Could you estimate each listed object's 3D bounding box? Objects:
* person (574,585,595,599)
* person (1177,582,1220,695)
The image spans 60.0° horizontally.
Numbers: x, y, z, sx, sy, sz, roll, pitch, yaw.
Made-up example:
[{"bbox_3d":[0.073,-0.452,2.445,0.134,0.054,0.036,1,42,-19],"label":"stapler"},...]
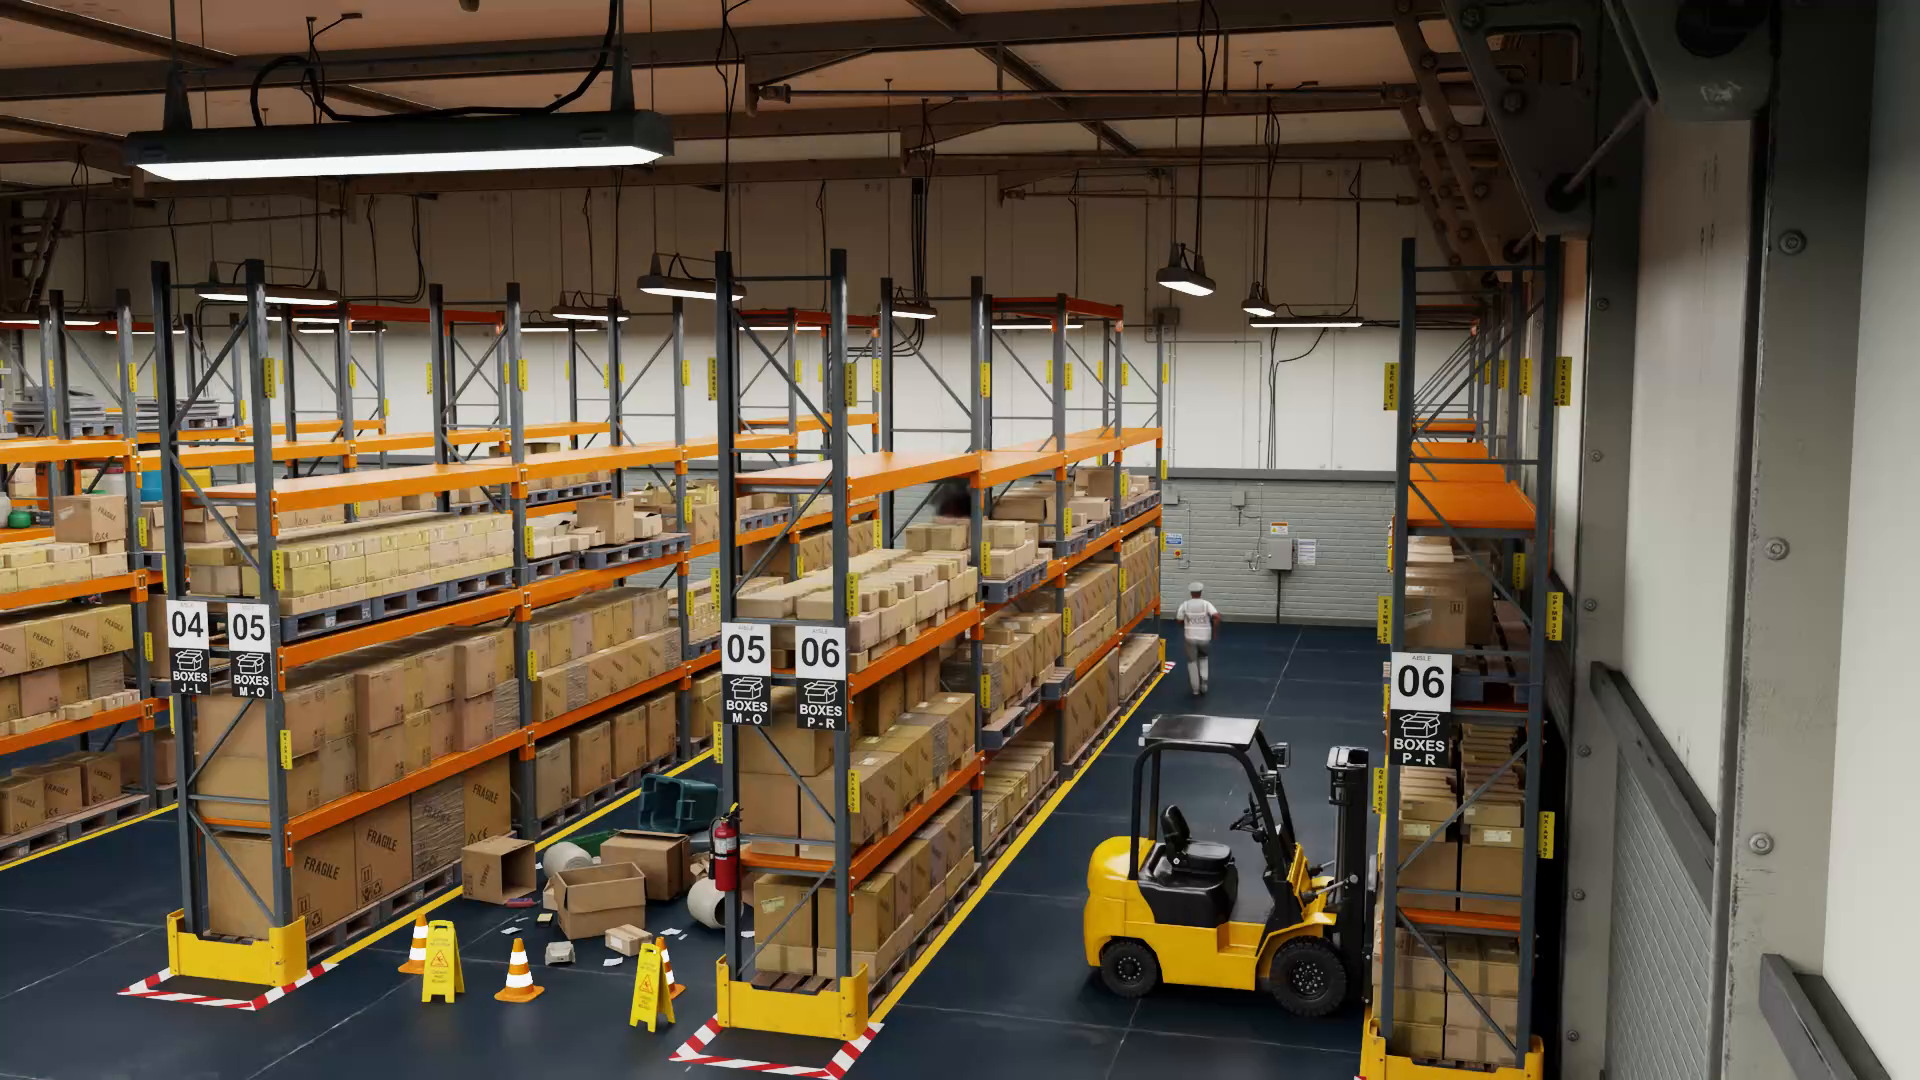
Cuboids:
[{"bbox_3d":[-5.934,1.476,26.551,0.635,1.781,0.951,1,6,9],"label":"person"},{"bbox_3d":[3.718,1.534,26.066,0.652,1.773,0.653,0,6,3],"label":"person"}]
